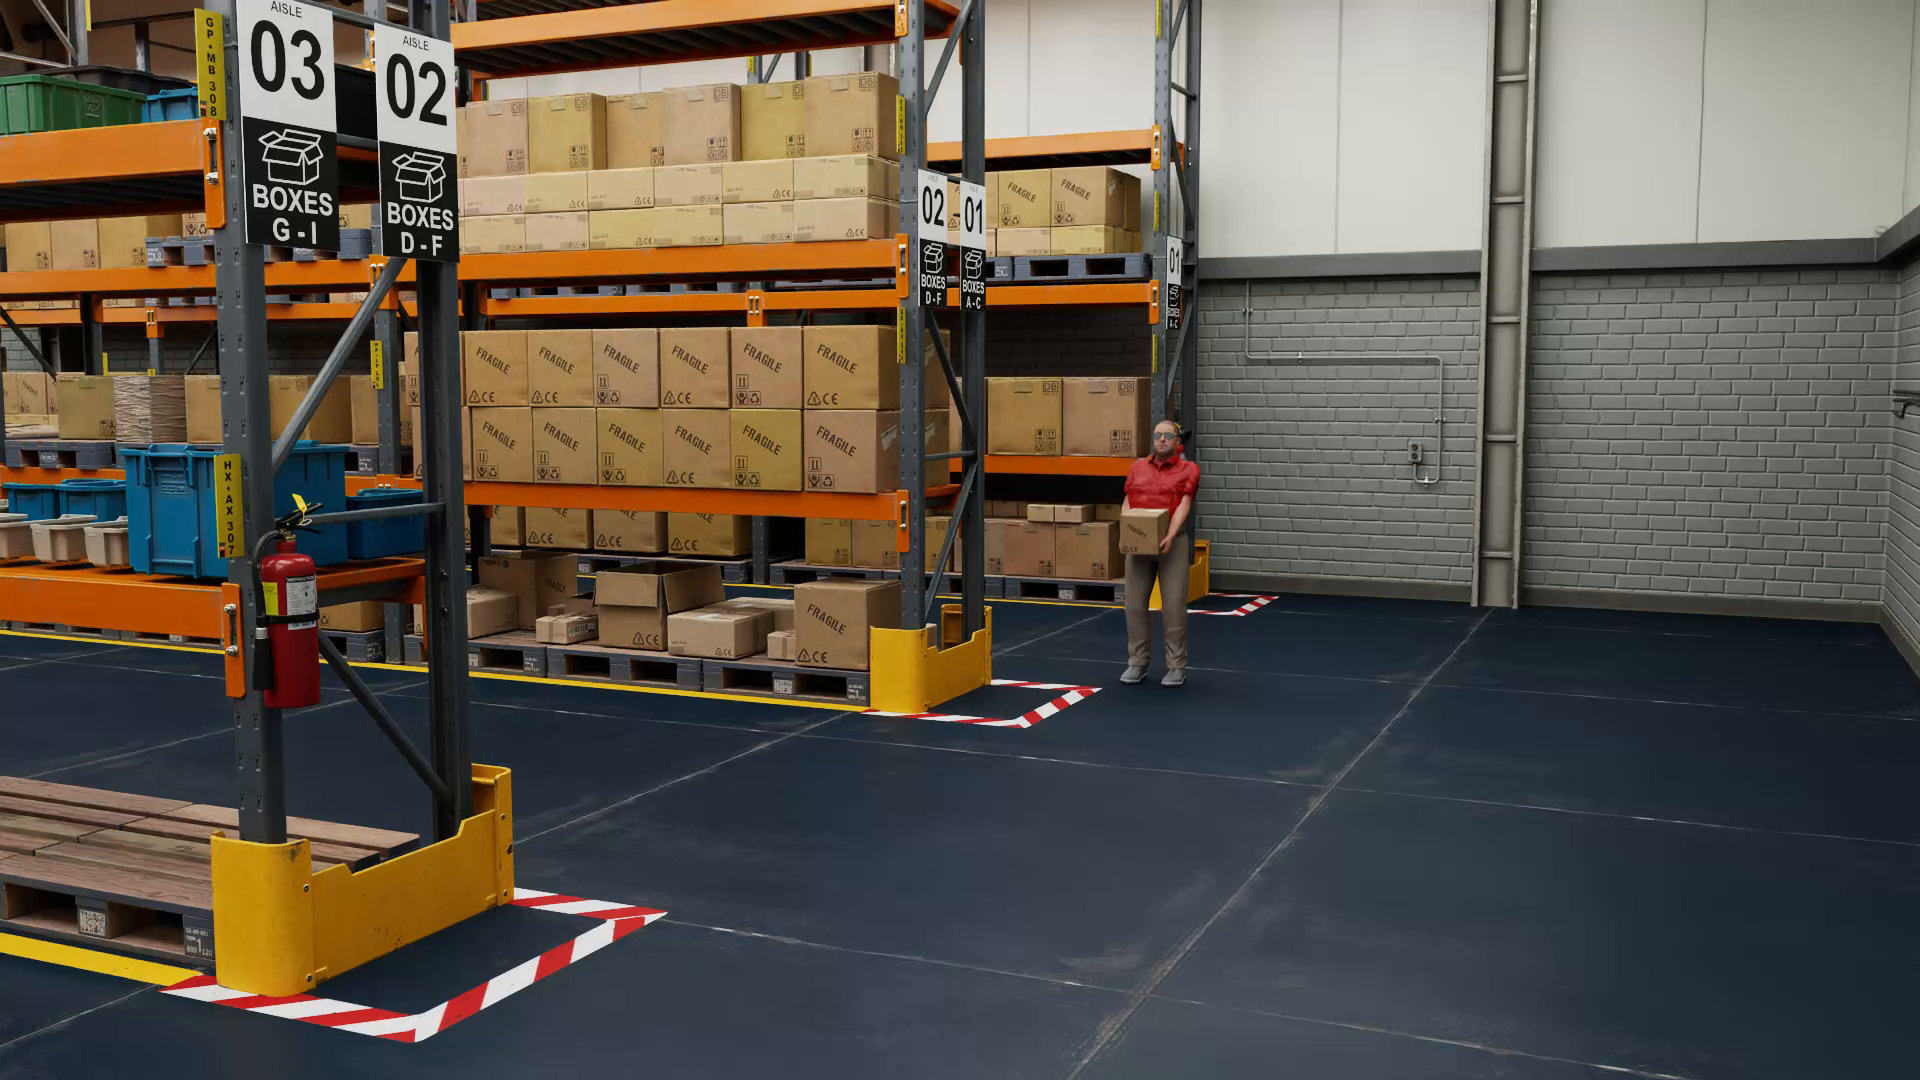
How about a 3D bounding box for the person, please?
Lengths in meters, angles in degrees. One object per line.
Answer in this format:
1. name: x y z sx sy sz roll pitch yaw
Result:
1. person: 1.269 0.087 10.791 0.494 1.714 0.538 3 6 25
